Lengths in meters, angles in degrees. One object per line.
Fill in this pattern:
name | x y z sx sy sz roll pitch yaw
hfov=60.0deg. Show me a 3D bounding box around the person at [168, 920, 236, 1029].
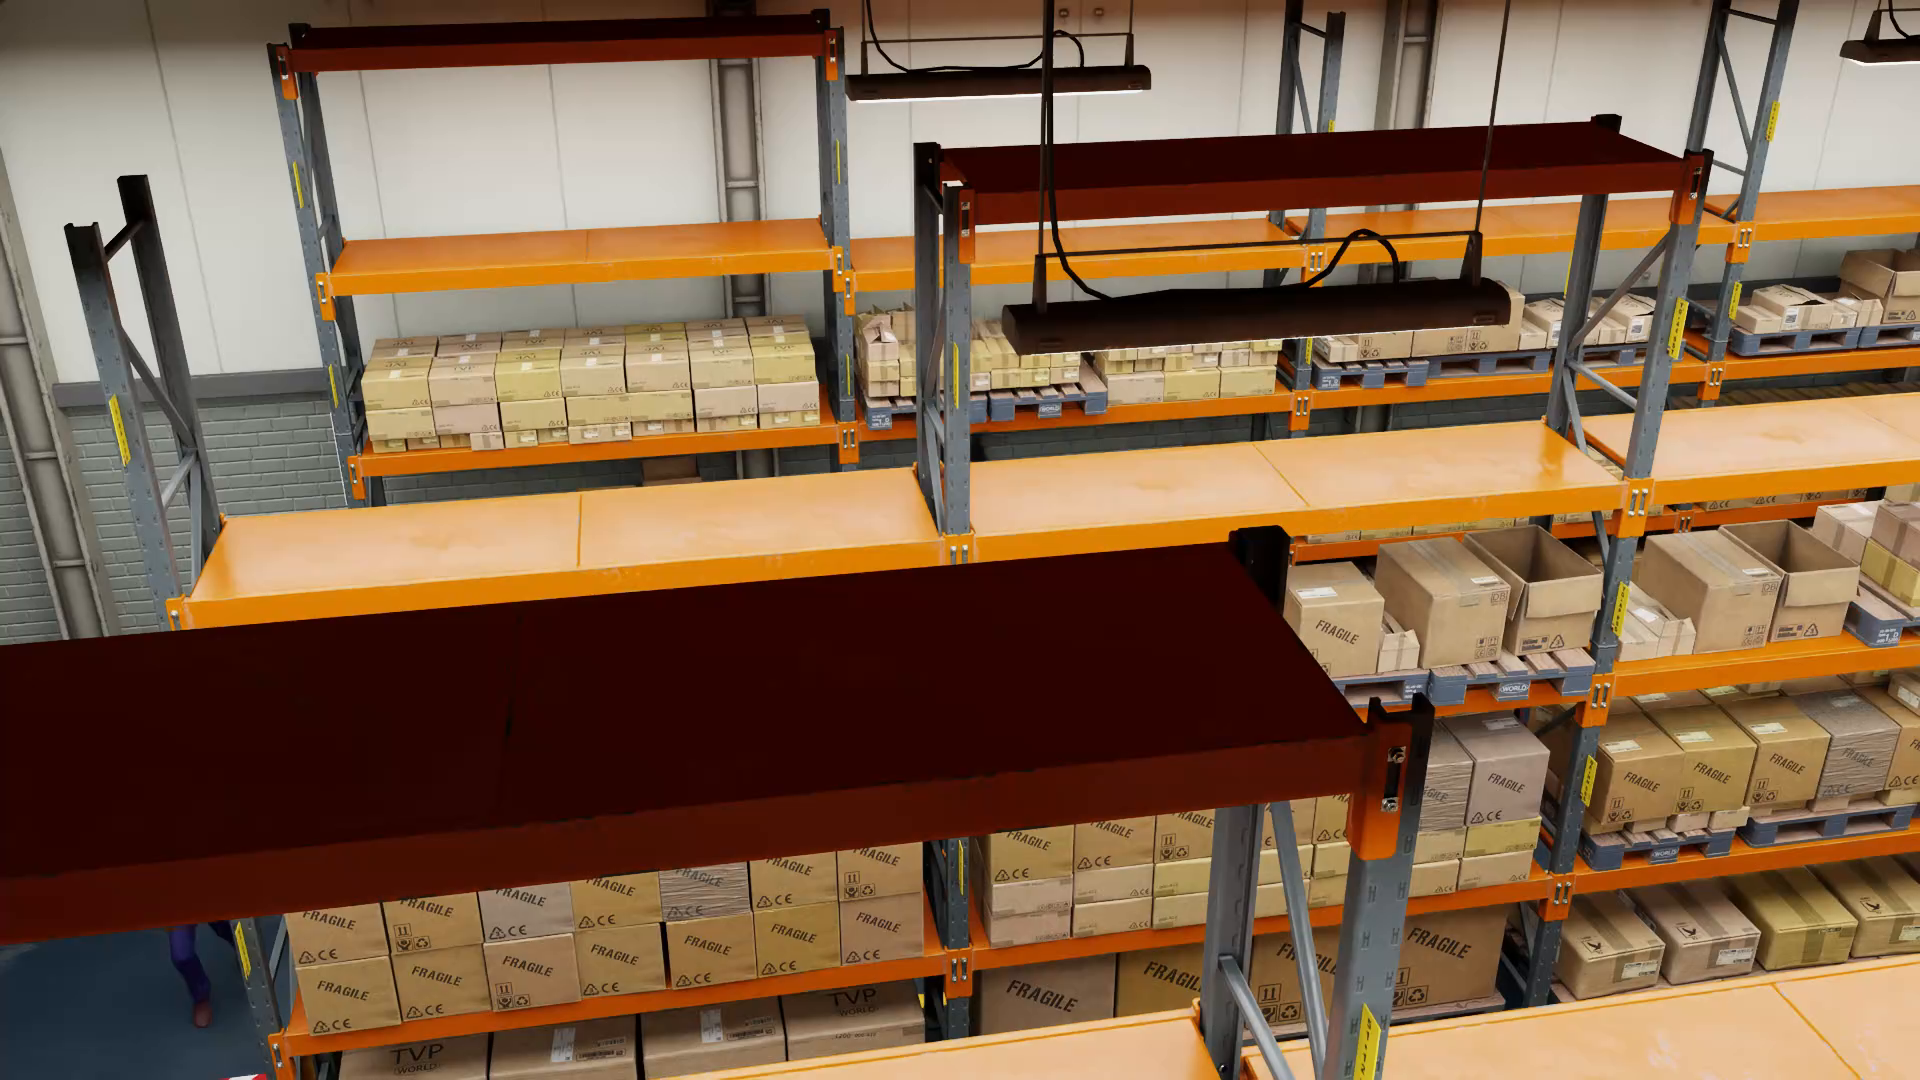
person | -5.210 2.448 11.403 0.642 1.653 0.802 -6 27 -13
